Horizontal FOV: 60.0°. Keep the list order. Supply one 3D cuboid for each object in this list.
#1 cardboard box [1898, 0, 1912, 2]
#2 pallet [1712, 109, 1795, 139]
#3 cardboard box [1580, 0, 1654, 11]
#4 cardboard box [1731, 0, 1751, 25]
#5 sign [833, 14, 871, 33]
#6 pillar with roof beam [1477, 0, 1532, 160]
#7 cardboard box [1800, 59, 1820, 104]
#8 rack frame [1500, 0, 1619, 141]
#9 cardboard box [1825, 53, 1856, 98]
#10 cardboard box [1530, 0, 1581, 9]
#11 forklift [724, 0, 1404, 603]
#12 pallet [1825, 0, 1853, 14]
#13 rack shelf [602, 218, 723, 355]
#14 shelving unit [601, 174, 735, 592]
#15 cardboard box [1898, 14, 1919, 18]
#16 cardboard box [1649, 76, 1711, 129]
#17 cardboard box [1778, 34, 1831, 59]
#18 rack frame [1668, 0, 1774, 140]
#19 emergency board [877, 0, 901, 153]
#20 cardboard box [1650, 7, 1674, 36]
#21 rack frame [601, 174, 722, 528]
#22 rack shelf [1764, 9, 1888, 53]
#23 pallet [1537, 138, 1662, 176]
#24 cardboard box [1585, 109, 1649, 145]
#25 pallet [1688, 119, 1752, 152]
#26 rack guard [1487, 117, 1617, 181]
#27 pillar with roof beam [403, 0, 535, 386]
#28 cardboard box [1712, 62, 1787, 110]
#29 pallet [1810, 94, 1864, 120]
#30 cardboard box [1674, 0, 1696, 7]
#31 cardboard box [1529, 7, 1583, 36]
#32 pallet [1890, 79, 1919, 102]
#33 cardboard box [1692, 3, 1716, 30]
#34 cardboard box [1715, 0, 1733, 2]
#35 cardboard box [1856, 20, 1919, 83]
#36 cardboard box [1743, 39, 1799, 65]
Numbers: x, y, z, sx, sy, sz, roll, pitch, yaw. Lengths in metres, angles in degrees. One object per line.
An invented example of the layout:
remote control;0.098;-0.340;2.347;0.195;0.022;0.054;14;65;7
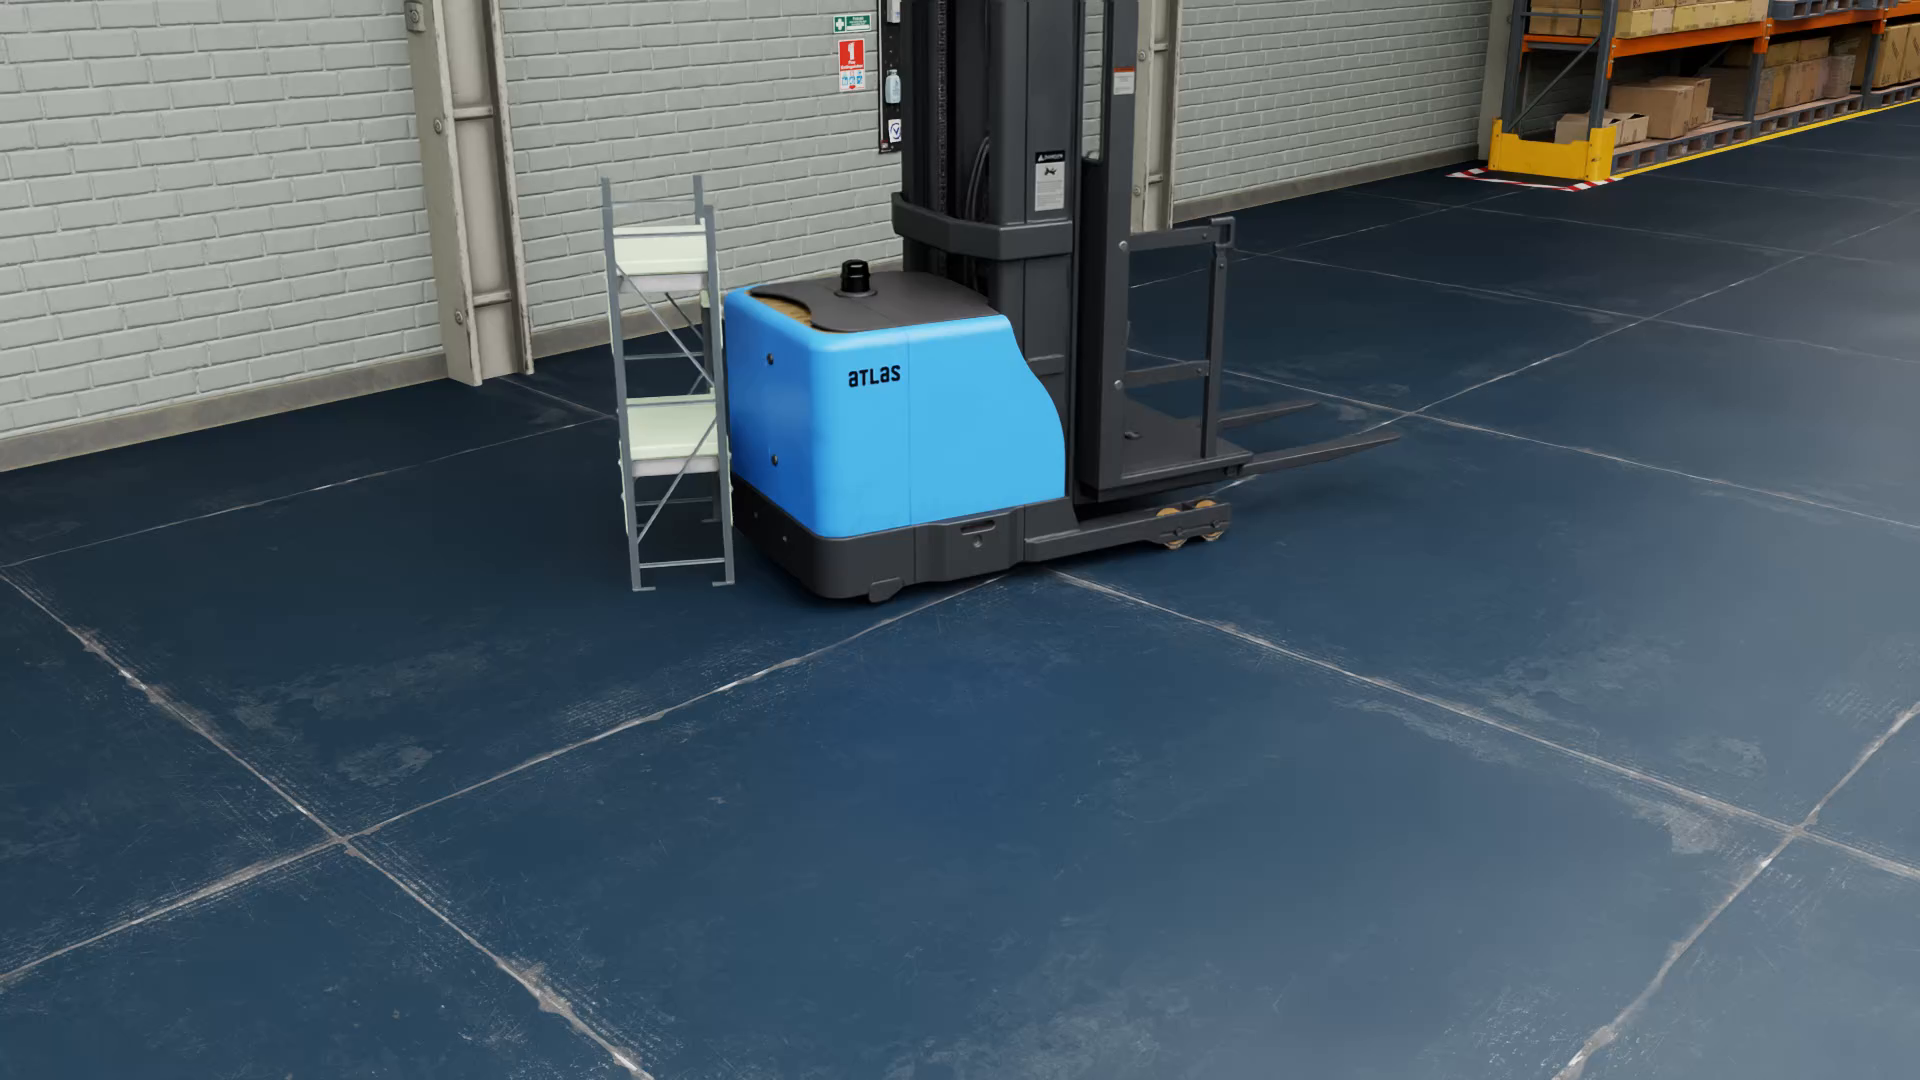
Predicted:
cardboard box;12.212;-7.123;21.748;0.250;0.149;0.380;-19;28;-40
pallet;9.140;-4.965;19.699;1.003;0.211;1.213;19;28;41
cardboard box;6.356;-5.375;16.014;0.500;0.500;0.500;19;28;41
cardboard box;8.131;-5.682;17.858;0.500;0.250;0.500;19;28;41
sign;-0.711;-3.413;10.986;0.001;0.109;0.331;19;28;41
pillar with roof beam;8.761;-7.157;13.154;9.100;9.000;0.400;19;28;41
cardboard box;10.154;-5.697;20.587;0.700;0.500;0.500;19;28;40
rack frame;5.807;-5.038;16.002;1.000;3.000;0.127;19;28;41
cardboard box;10.923;-5.935;21.206;0.500;0.500;0.700;-20;29;-41
cardboard box;5.984;-5.502;16.344;0.500;0.500;0.500;19;28;40
forklift;0.572;-1.490;6.865;3.031;2.935;1.130;-11;24;-27
pallet;10.037;-6.486;20.036;1.003;0.211;1.213;19;28;41
rack shelf;-1.171;-1.006;6.512;0.431;0.370;0.720;-4;21;-11
shelving unit;-1.170;-0.642;6.652;0.431;1.500;0.755;-4;21;-11
cardboard box;13.818;-7.116;23.818;0.750;0.750;0.750;20;28;41
cardboard box;7.903;-4.828;18.326;0.500;0.500;0.500;17;27;37
cardboard box;10.481;-6.154;20.731;0.500;0.250;0.500;-20;28;-41
rack frame;8.598;-6.066;18.677;1.000;3.000;0.127;19;28;41
emergency board;-0.261;-3.267;11.393;0.194;1.169;0.643;19;28;41
cardboard box;6.727;-5.161;16.501;0.500;0.250;0.500;18;28;39
rack frame;-1.244;-0.770;6.987;0.400;1.500;0.023;-4;21;-11
rack shelf;9.993;-6.245;20.143;1.077;0.370;4.000;19;28;41
pallet;6.453;-3.956;17.073;1.003;0.211;1.213;19;28;41
cardboard box;6.752;-4.290;17.191;0.500;0.311;0.500;-17;27;-38
pallet;8.155;-4.583;18.705;1.003;0.211;1.213;19;28;41
rack guard;5.861;-3.891;16.501;1.175;0.500;0.348;19;28;41
pillar with roof beam;0.389;-4.073;5.128;9.100;9.000;0.400;19;28;41
cardboard box;9.424;-5.444;19.928;0.700;0.500;0.500;19;28;40
pallet;10.842;-5.593;21.331;1.003;0.211;1.213;19;28;41
cardboard box;7.073;-5.631;16.680;0.500;0.500;0.500;18;27;39
cardboard box;5.995;-5.146;16.464;0.500;0.250;0.500;-20;28;-41
pallet;12.843;-6.289;23.142;1.003;0.211;1.213;19;28;41
cardboard box;7.441;-5.419;17.175;0.500;0.250;0.500;20;28;41
cardboard box;7.787;-5.900;17.381;0.500;0.500;0.500;18;28;39
cardboard box;12.611;-6.667;22.650;0.750;0.750;0.750;19;28;40
cardboard box;9.765;-5.897;20.062;0.500;0.250;0.500;18;28;39
